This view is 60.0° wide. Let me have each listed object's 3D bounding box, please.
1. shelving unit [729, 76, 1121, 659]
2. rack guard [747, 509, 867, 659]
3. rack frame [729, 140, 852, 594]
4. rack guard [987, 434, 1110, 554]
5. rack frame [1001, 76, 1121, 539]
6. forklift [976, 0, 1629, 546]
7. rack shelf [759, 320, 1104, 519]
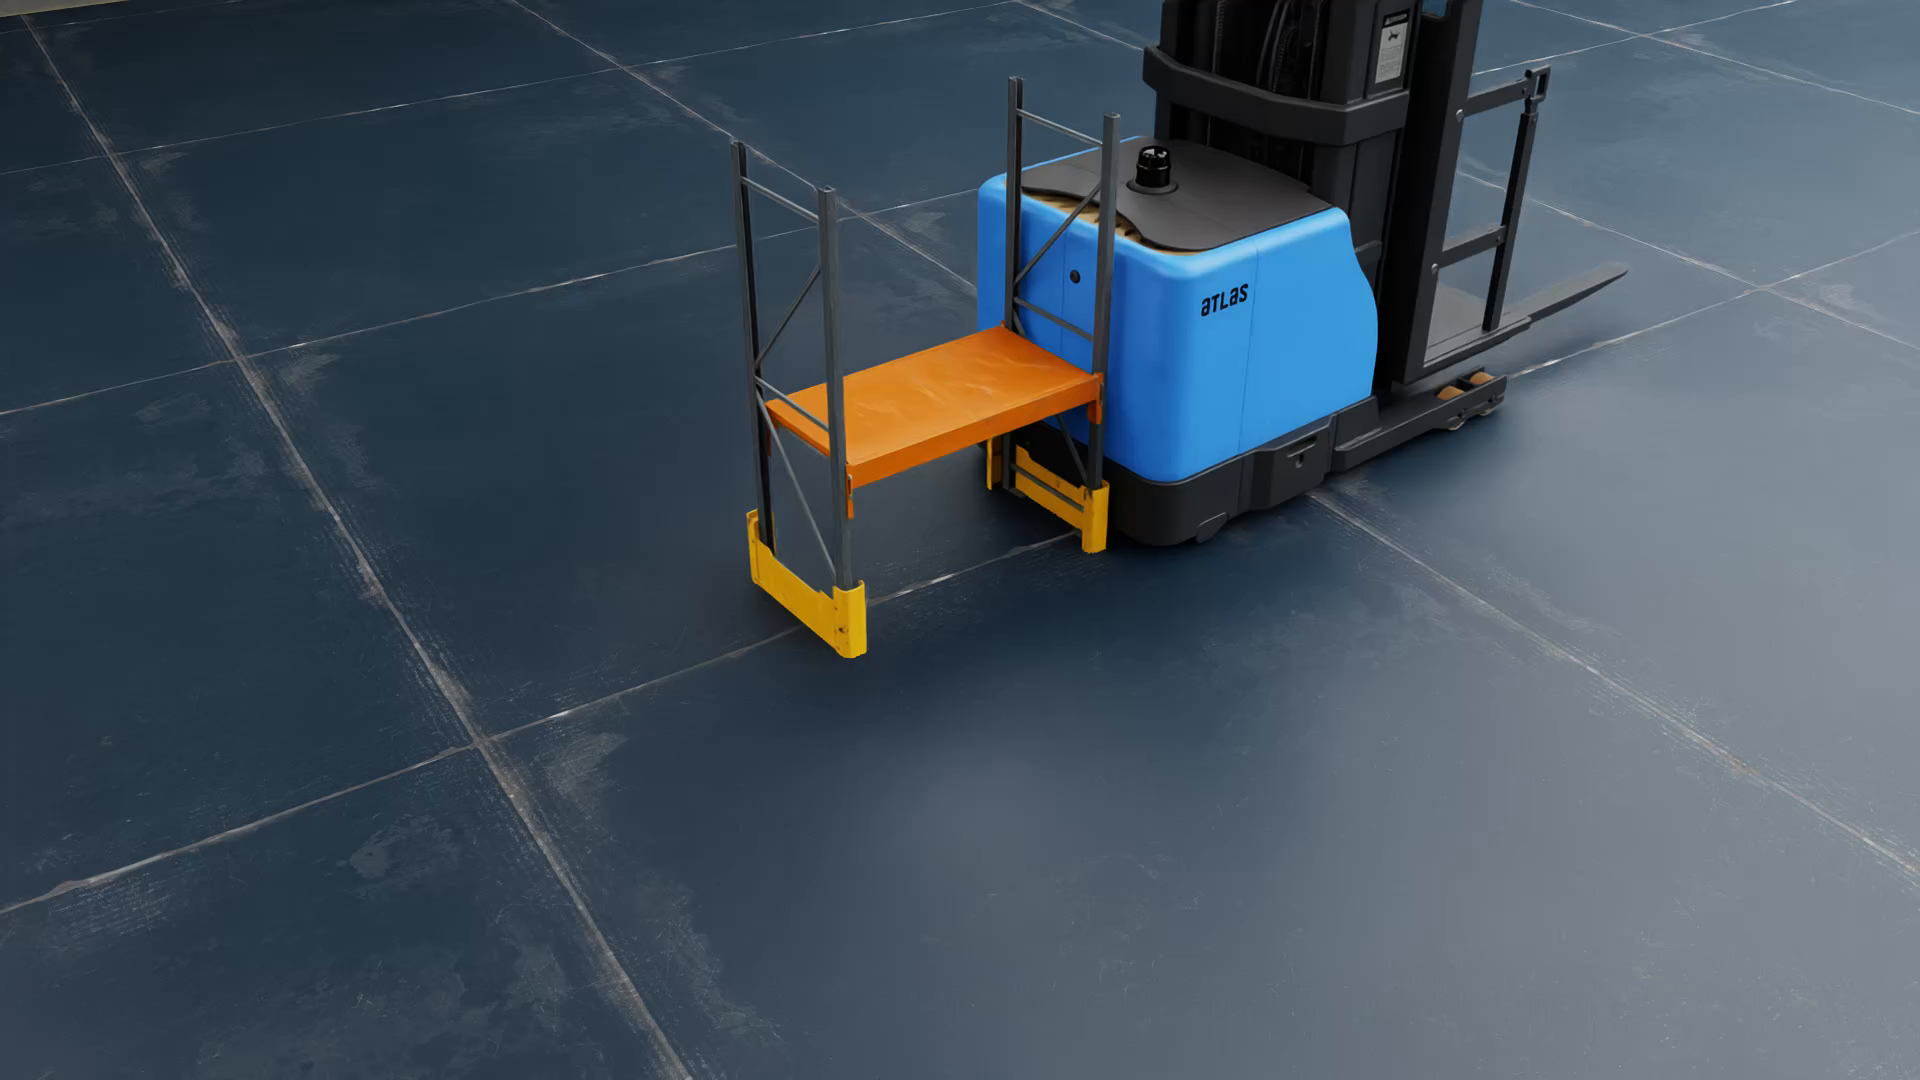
[{"bbox_3d":[-0.097,-0.558,5.229,1.083,1.500,0.587,-22,38,-31],"label":"shelving unit"},{"bbox_3d":[-0.493,0.132,5.307,0.087,0.250,0.587,-22,38,-31],"label":"rack guard"},{"bbox_3d":[-0.494,-0.397,4.973,0.032,1.500,0.500,-22,38,-31],"label":"rack frame"},{"bbox_3d":[0.299,-0.191,5.818,0.087,0.250,0.587,-22,38,-31],"label":"rack guard"},{"bbox_3d":[0.315,-0.725,5.494,0.032,1.500,0.500,-22,38,-31],"label":"rack frame"},{"bbox_3d":[1.511,-1.860,5.951,3.031,2.935,1.130,-23,39,-32],"label":"forklift"},{"bbox_3d":[-0.089,-0.409,5.330,1.000,0.185,0.538,-22,38,-31],"label":"rack shelf"}]
